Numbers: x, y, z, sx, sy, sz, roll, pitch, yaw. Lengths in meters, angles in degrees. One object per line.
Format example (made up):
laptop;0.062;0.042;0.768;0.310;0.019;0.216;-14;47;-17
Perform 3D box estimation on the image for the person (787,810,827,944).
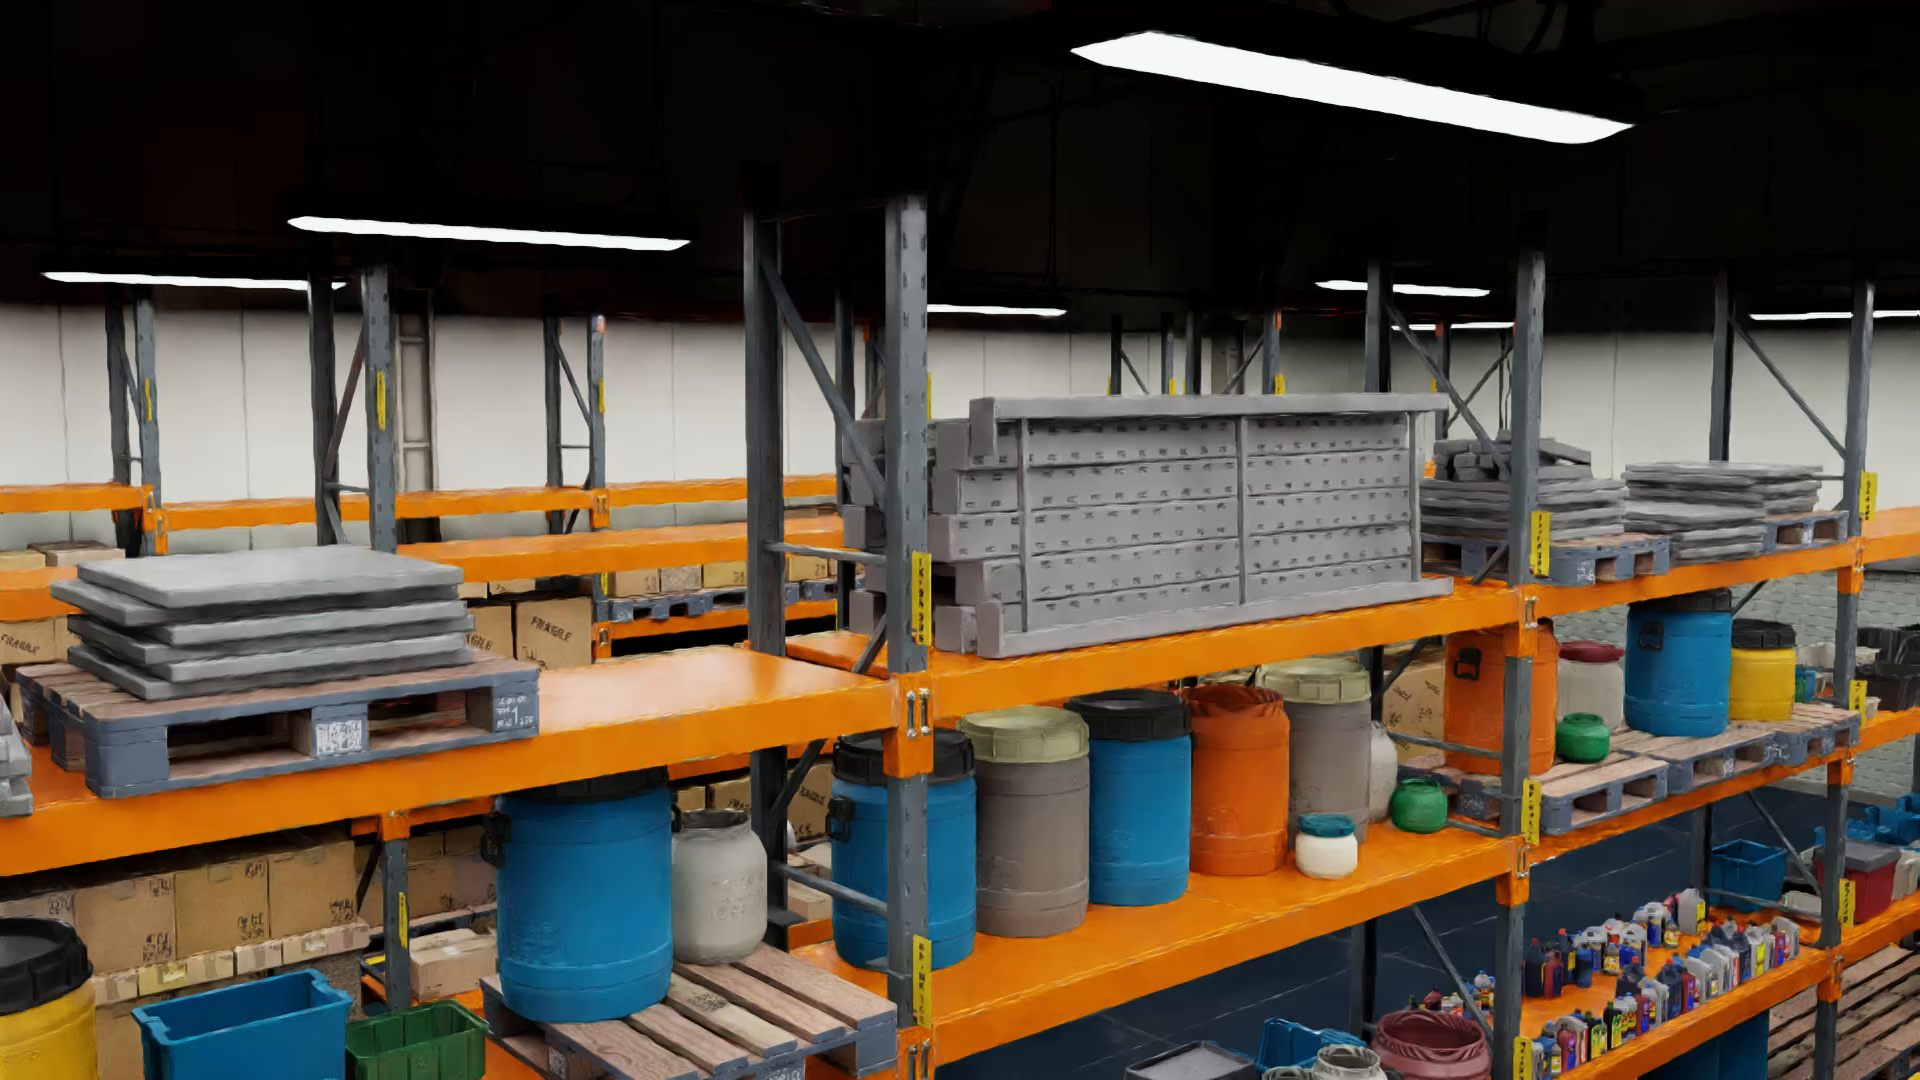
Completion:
person;-1.617;2.959;14.556;1.110;1.590;0.446;-4;7;-38
